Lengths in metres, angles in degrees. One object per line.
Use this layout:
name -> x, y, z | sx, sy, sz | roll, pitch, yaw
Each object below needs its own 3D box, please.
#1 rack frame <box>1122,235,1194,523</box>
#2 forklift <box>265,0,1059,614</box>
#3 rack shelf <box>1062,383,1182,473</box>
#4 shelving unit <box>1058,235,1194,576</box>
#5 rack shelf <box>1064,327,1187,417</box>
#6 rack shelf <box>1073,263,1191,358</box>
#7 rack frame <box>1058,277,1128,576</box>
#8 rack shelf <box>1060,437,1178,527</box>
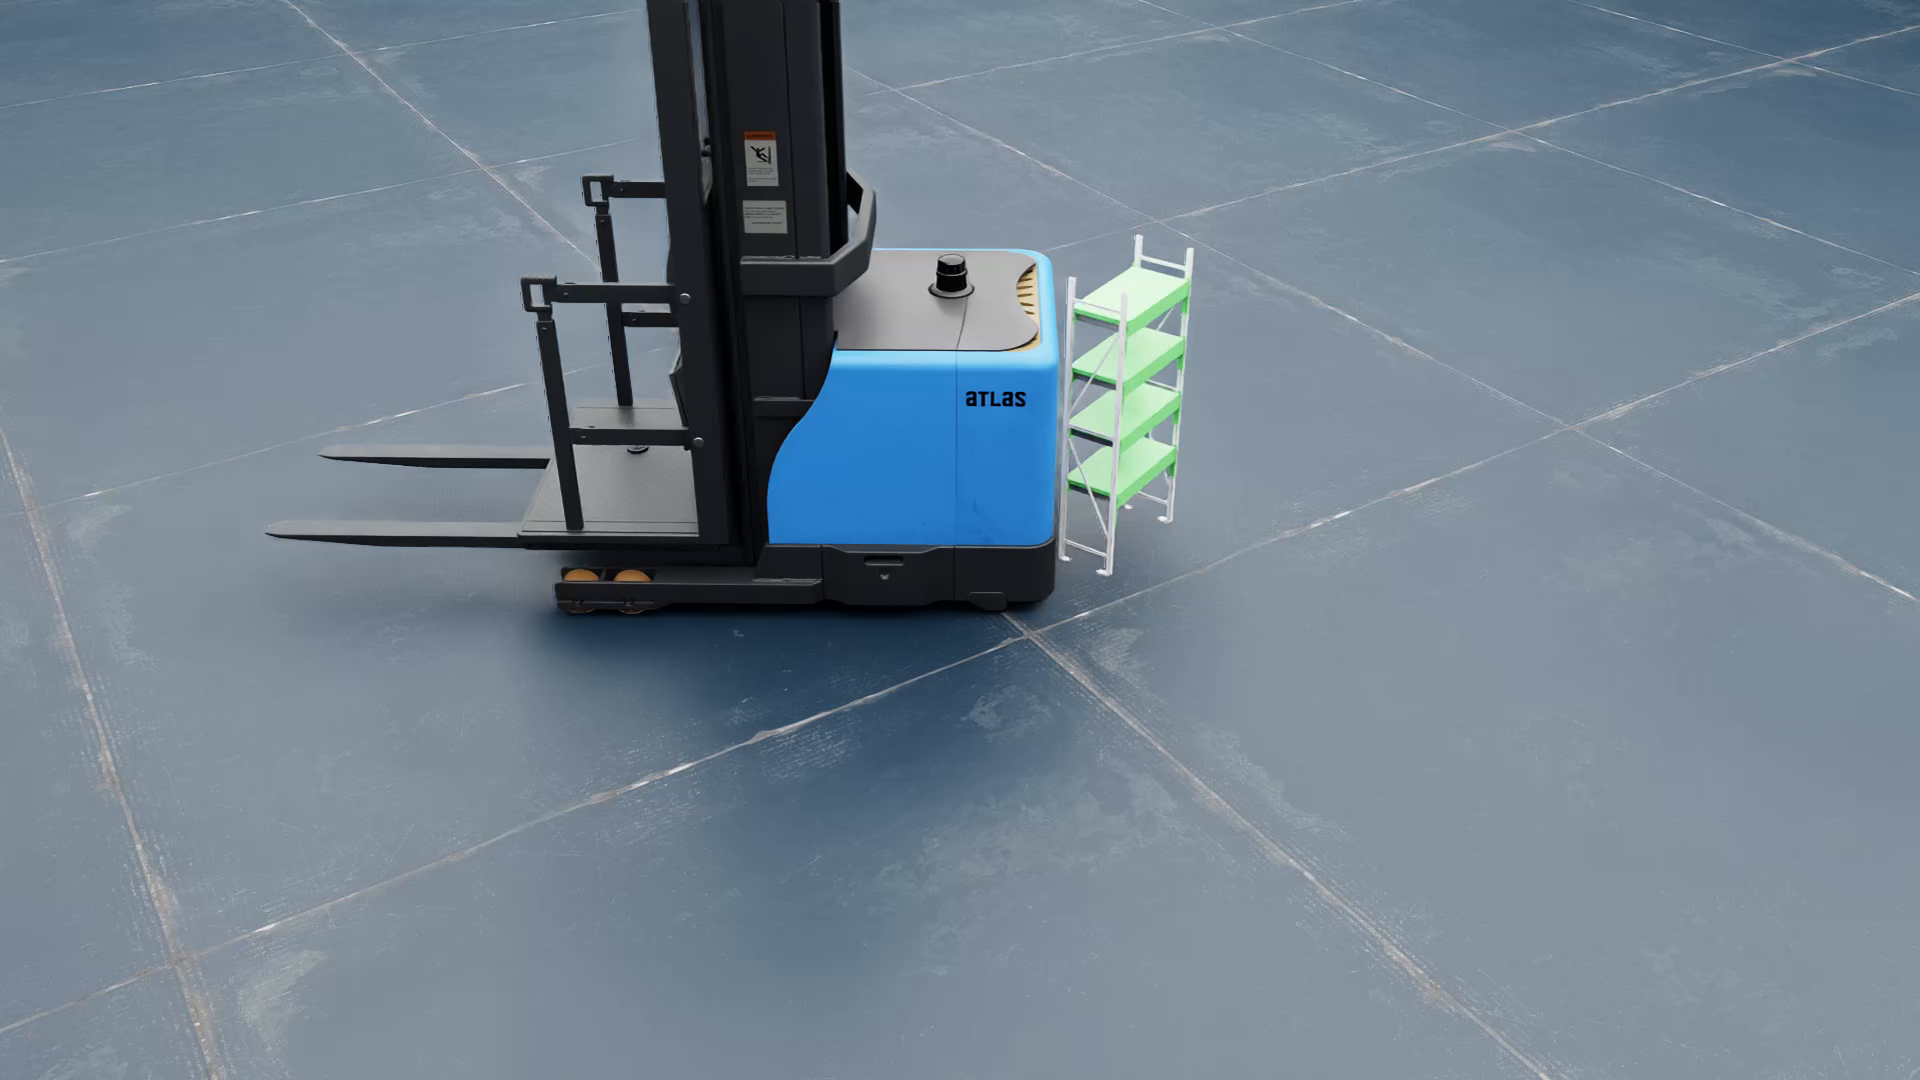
rack frame -> 0.773, -0.618, 6.605 | 0.240, 1.200, 0.015 | 20, 38, 29
forklift -> -1.147, -1.241, 5.969 | 3.031, 2.935, 1.130 | 1, 32, 1
rack shelf -> 0.634, -0.457, 6.469 | 0.258, 0.148, 0.480 | 20, 38, 29
shelving unit -> 0.634, -0.511, 6.435 | 0.258, 1.200, 0.503 | 20, 38, 29
rack shelf -> 0.634, -0.660, 6.341 | 0.258, 0.148, 0.480 | 20, 38, 29
rack shelf -> 0.634, -0.863, 6.213 | 0.258, 0.148, 0.480 | 20, 38, 29
rack frame -> 0.495, -0.404, 6.266 | 0.240, 1.200, 0.015 | 20, 38, 29
rack shelf -> 0.634, -0.254, 6.598 | 0.258, 0.148, 0.480 | 20, 38, 29
